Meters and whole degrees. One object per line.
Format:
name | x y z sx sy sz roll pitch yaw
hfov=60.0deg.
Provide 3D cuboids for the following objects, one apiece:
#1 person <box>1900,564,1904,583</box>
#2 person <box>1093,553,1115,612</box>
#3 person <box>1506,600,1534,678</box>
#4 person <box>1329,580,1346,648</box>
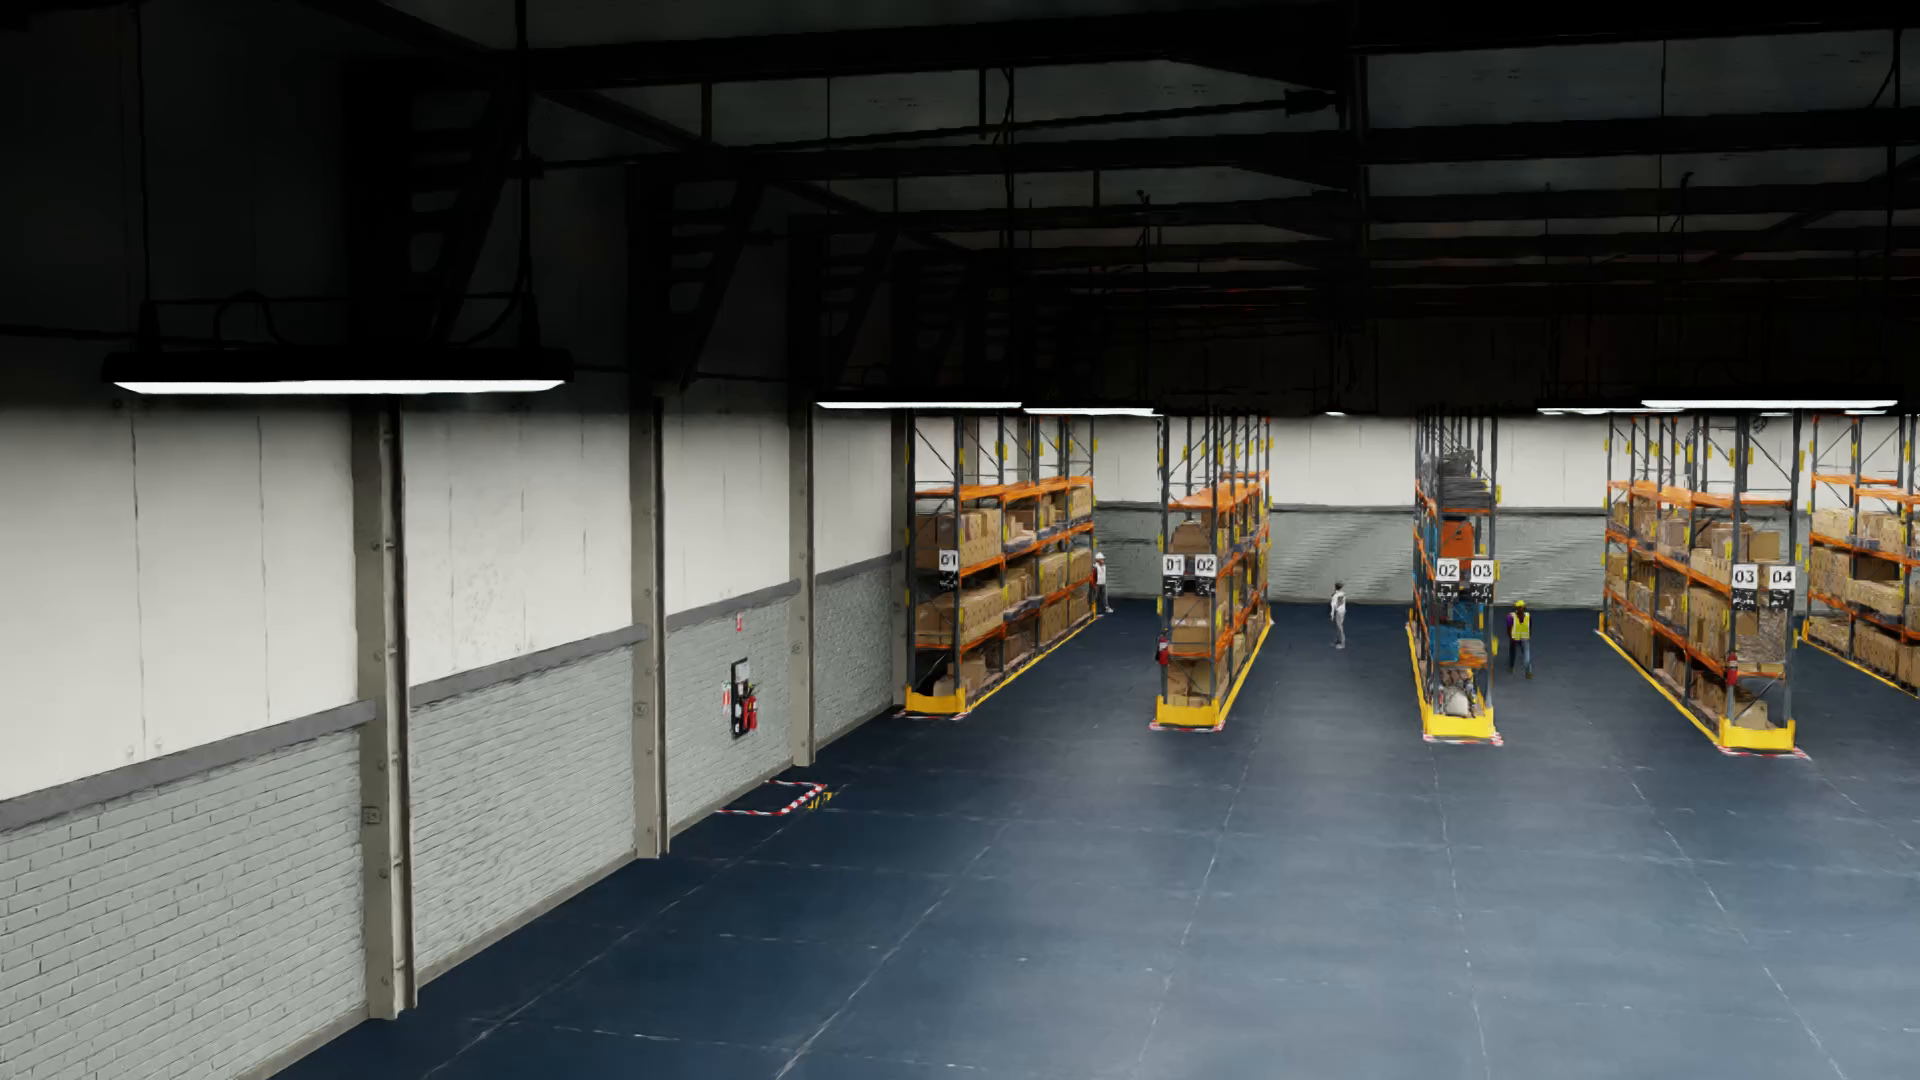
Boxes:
person | 25.781 1.525 45.591 0.598 1.780 0.569 -2 5 -30
person | 4.142 1.263 48.983 0.737 1.765 0.562 -4 6 -41
person | 12.394 2.178 36.862 0.571 1.707 1.035 0 4 5
person | 9.451 1.849 41.602 0.550 1.663 0.586 3 5 38
